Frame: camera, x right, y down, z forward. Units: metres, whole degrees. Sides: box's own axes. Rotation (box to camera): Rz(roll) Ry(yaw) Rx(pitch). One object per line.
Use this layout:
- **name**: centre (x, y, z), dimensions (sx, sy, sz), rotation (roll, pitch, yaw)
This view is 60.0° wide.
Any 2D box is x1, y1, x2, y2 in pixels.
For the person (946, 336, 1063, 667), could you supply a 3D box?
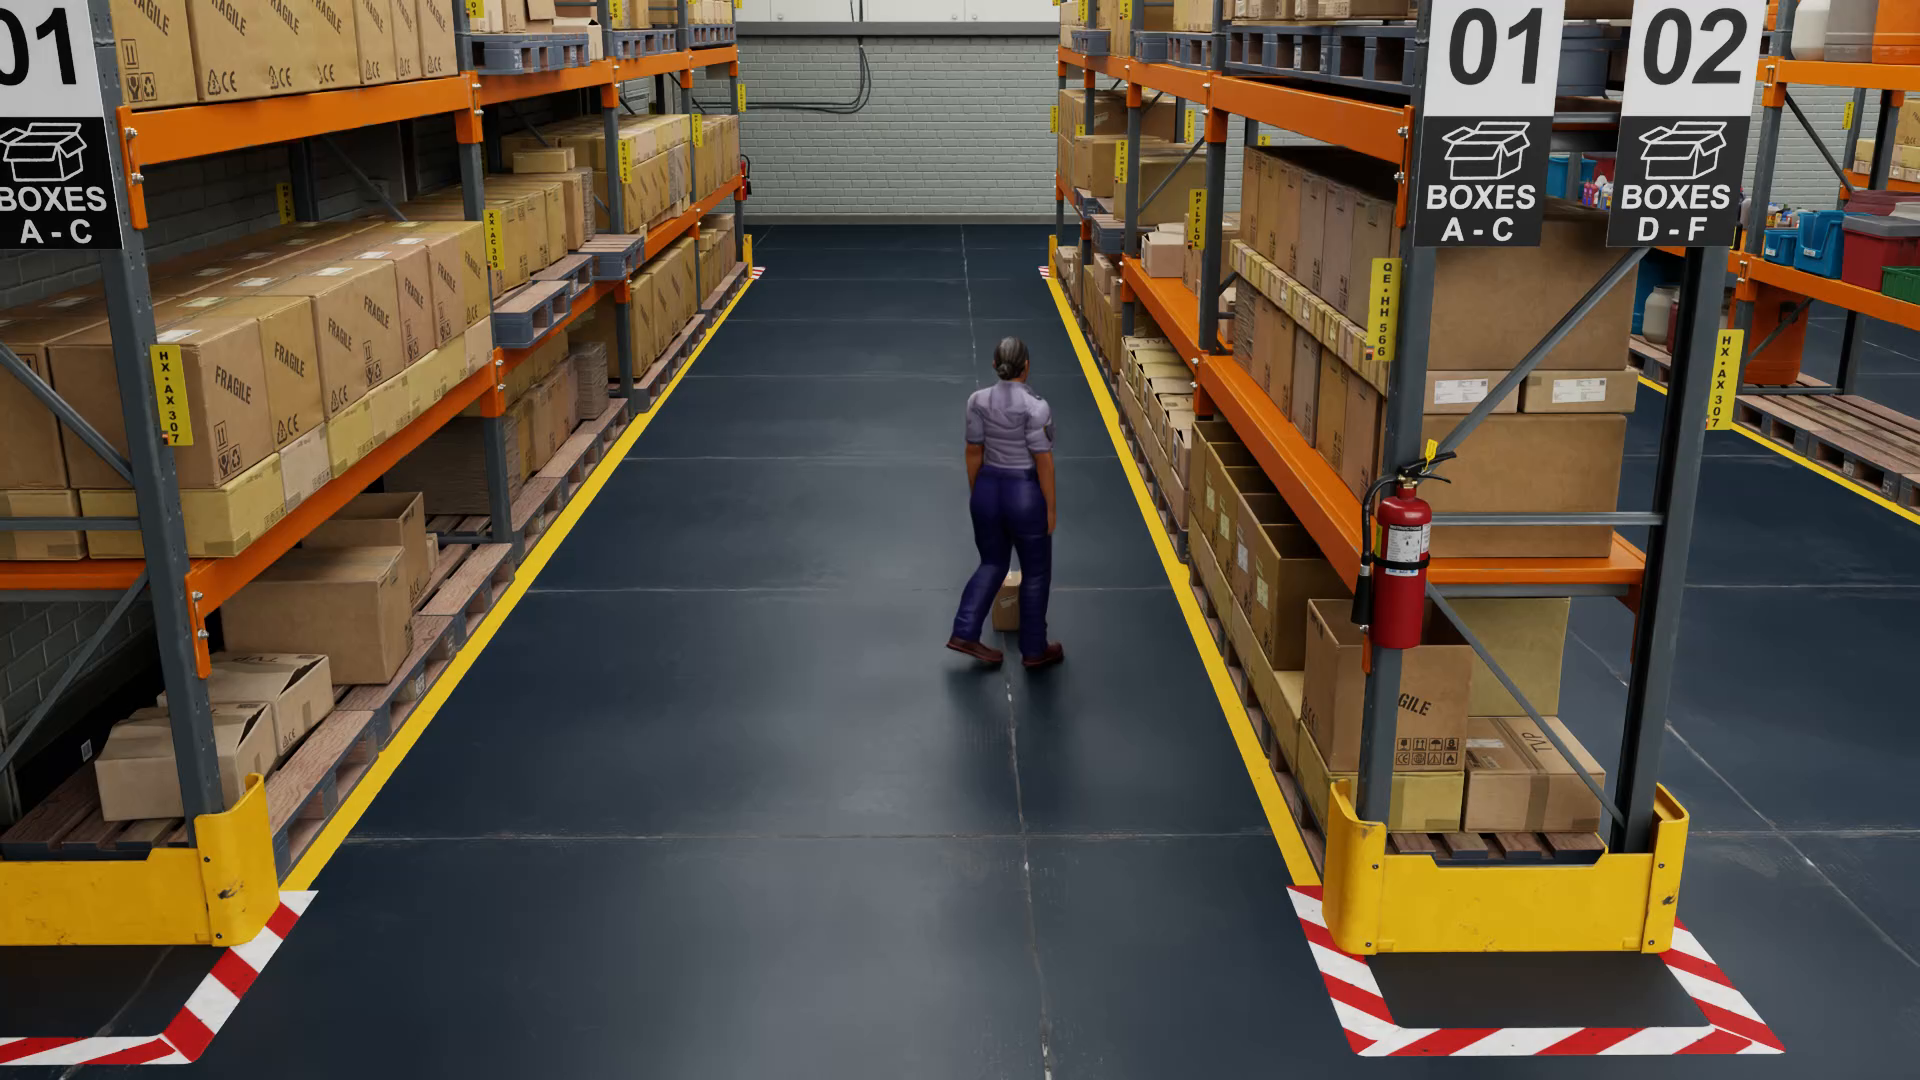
- **person**: centre (0.256, -0.178, 8.106), dimensions (0.481, 1.641, 0.515), rotation (11, 20, 32)
